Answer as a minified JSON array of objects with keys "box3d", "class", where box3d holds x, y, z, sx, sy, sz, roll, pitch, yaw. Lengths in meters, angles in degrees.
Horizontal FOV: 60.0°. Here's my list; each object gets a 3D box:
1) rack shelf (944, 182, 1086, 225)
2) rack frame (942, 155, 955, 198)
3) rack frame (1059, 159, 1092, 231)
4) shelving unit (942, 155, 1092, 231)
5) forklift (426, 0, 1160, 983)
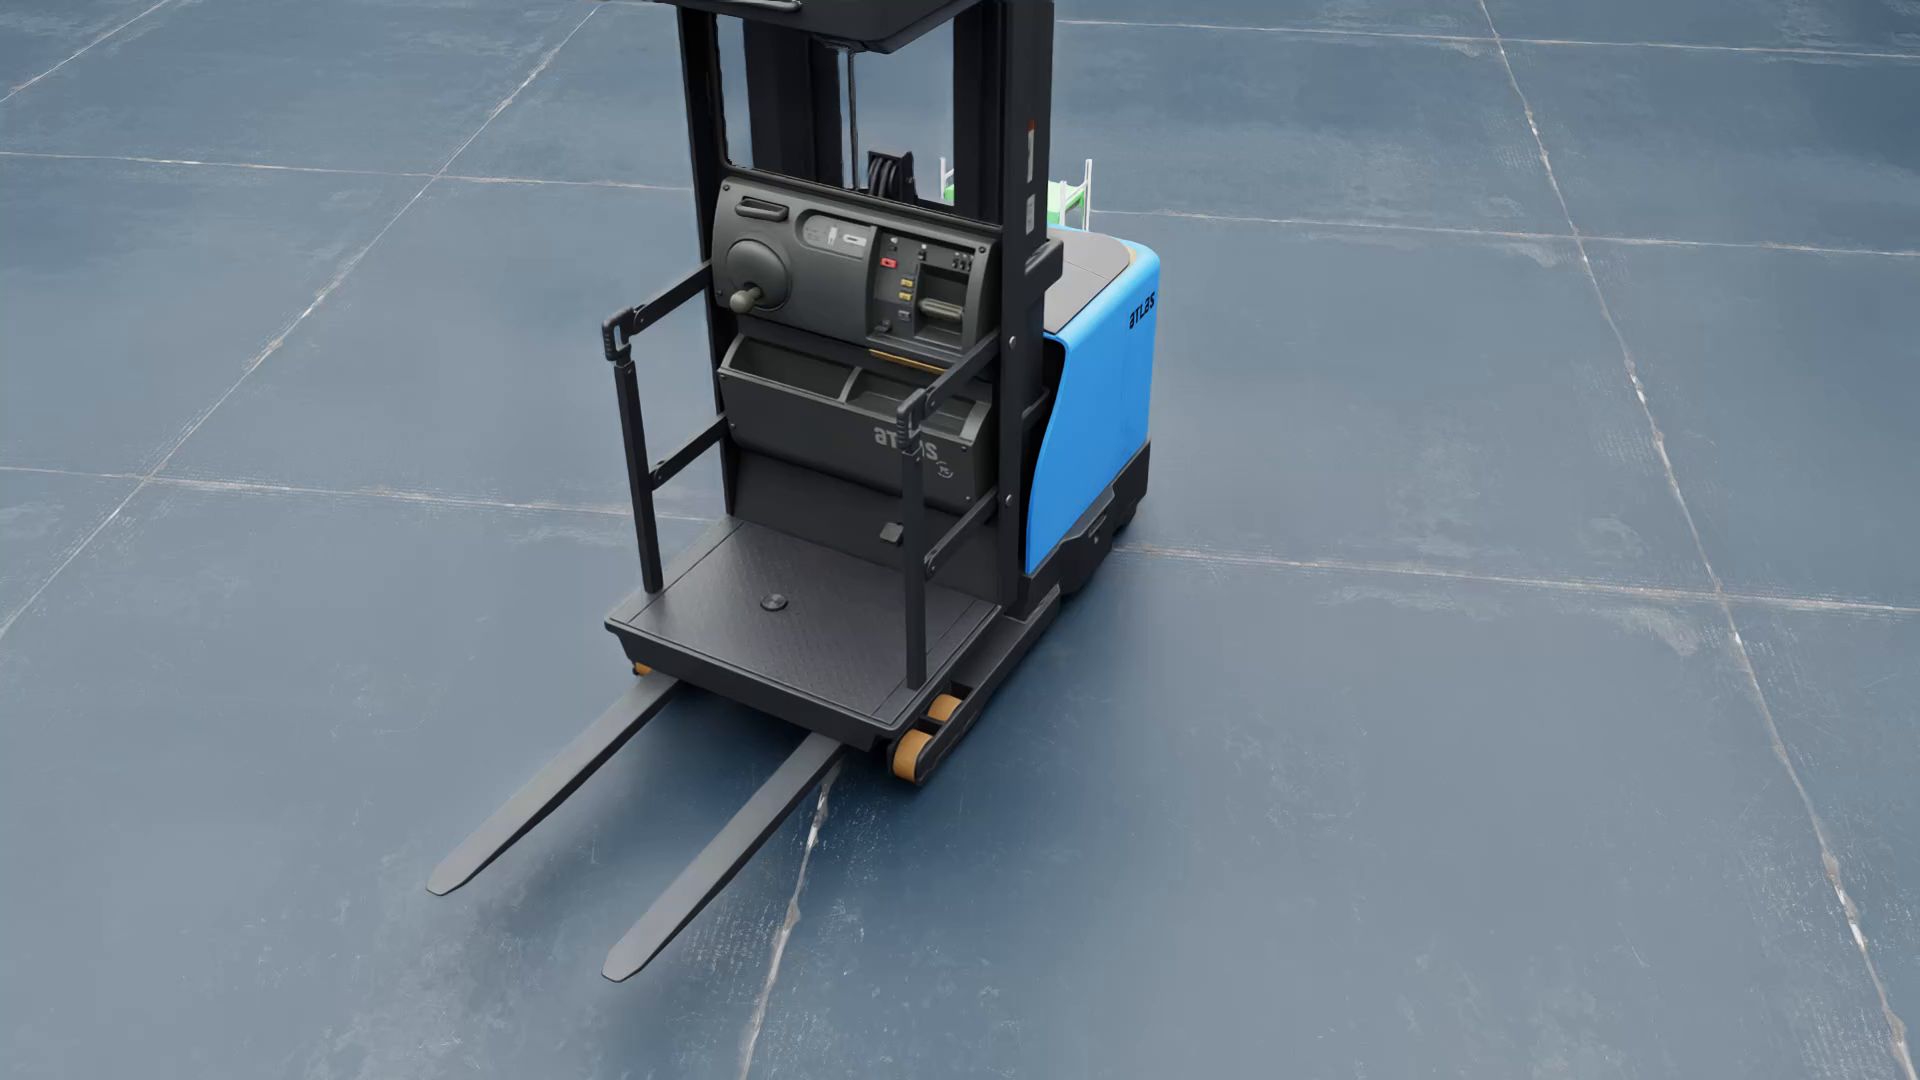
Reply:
[{"box3d":[0.210,-1.265,6.274,0.480,0.148,0.258,17,39,23],"class":"rack shelf"},{"box3d":[-0.005,-0.994,6.610,0.015,1.200,0.240,17,39,23],"class":"rack frame"},{"box3d":[0.424,-0.859,6.421,0.015,1.200,0.240,17,39,23],"class":"rack frame"},{"box3d":[0.210,-0.927,6.516,0.503,1.200,0.258,17,39,23],"class":"shelving unit"},{"box3d":[-0.435,-0.737,4.760,1.130,2.935,3.031,18,39,23],"class":"forklift"}]
